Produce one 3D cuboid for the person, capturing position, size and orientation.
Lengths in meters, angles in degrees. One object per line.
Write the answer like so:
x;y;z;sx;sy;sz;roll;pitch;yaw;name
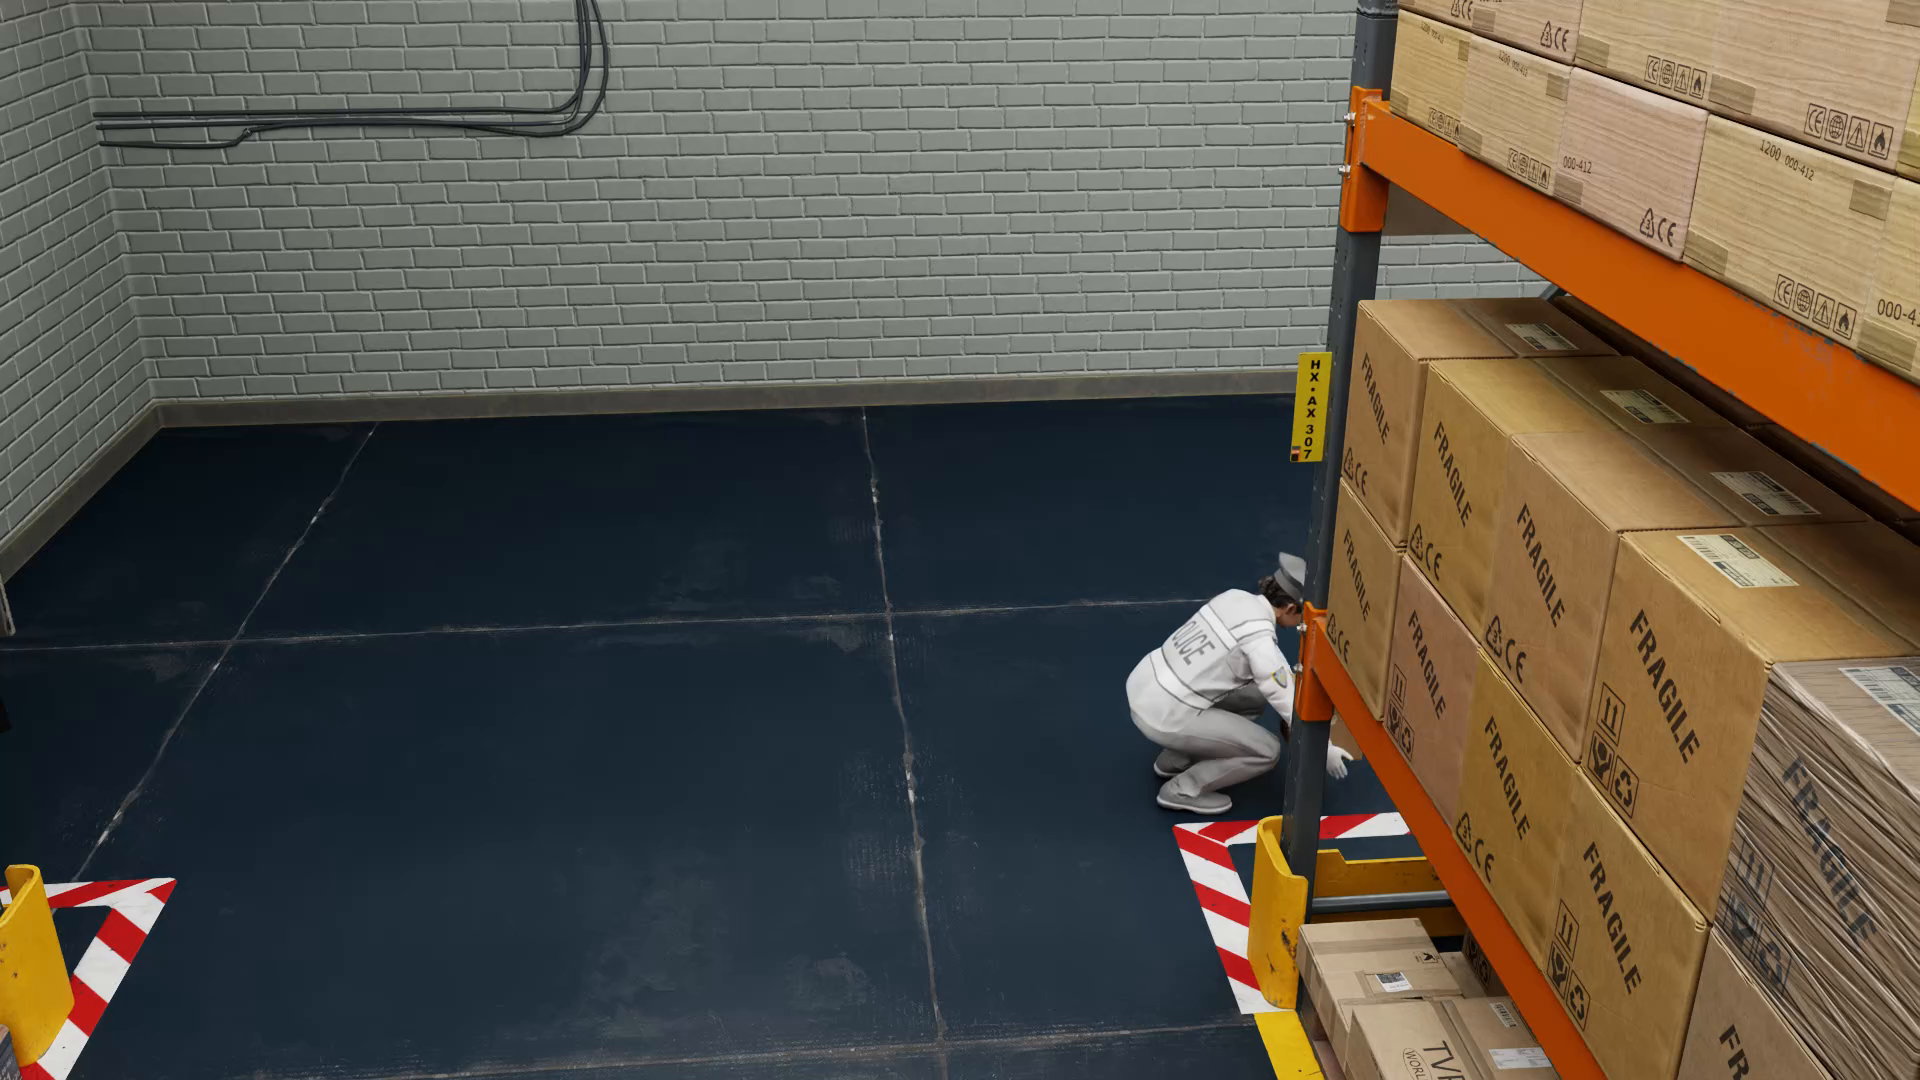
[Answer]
1.055;0.533;6.274;0.848;0.972;0.471;0;24;0;person
